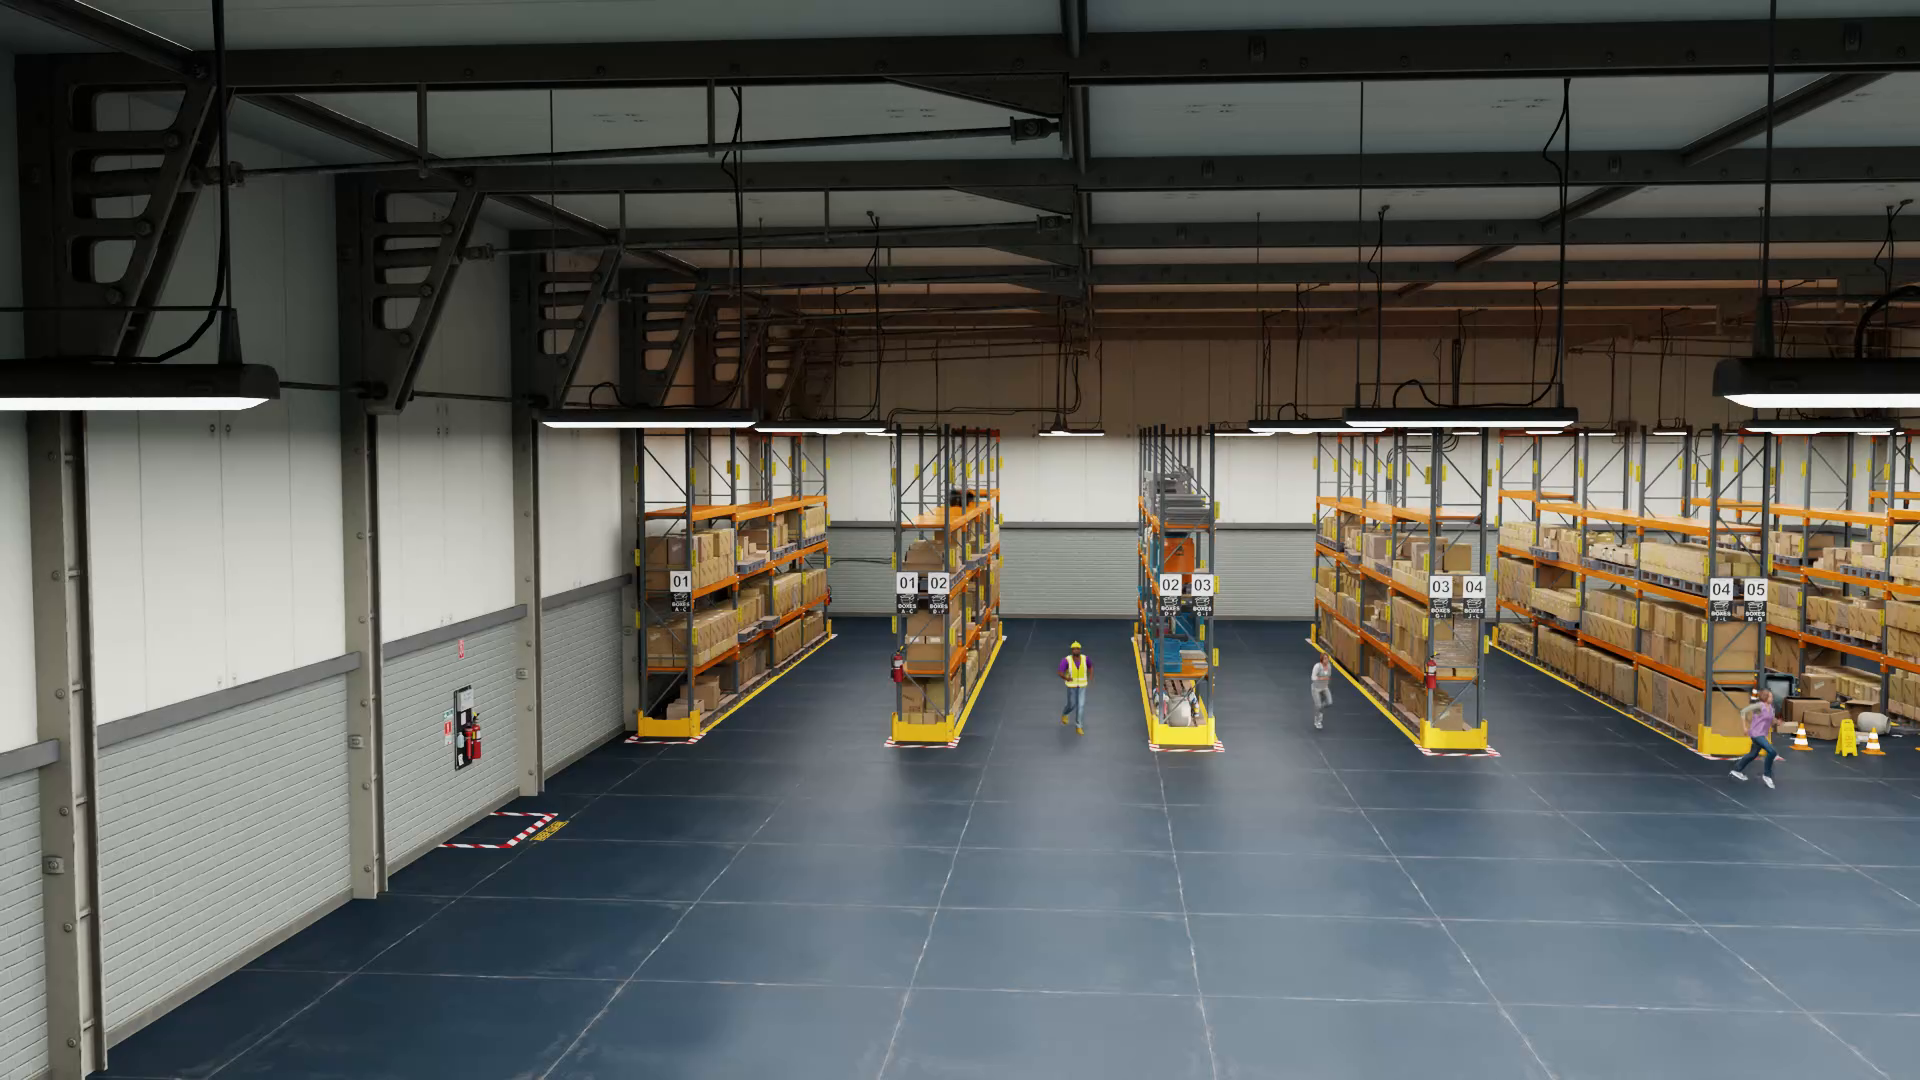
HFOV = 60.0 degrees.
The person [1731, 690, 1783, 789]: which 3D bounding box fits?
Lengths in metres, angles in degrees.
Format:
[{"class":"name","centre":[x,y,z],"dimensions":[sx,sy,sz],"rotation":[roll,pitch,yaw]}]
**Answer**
[{"class":"person","centre":[13.140,3.259,27.416],"dimensions":[0.555,1.615,0.790],"rotation":[-3,5,-41]}]

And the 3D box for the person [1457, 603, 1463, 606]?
[{"class":"person","centre":[13.547,2.092,45.662],"dimensions":[0.671,1.647,0.894],"rotation":[2,4,28]}]

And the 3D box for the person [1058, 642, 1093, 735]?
[{"class":"person","centre":[2.268,2.869,32.536],"dimensions":[0.709,1.766,0.934],"rotation":[0,3,-7]}]

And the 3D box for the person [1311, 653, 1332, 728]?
[{"class":"person","centre":[7.144,2.964,32.757],"dimensions":[0.516,1.533,0.704],"rotation":[-1,4,-13]}]
